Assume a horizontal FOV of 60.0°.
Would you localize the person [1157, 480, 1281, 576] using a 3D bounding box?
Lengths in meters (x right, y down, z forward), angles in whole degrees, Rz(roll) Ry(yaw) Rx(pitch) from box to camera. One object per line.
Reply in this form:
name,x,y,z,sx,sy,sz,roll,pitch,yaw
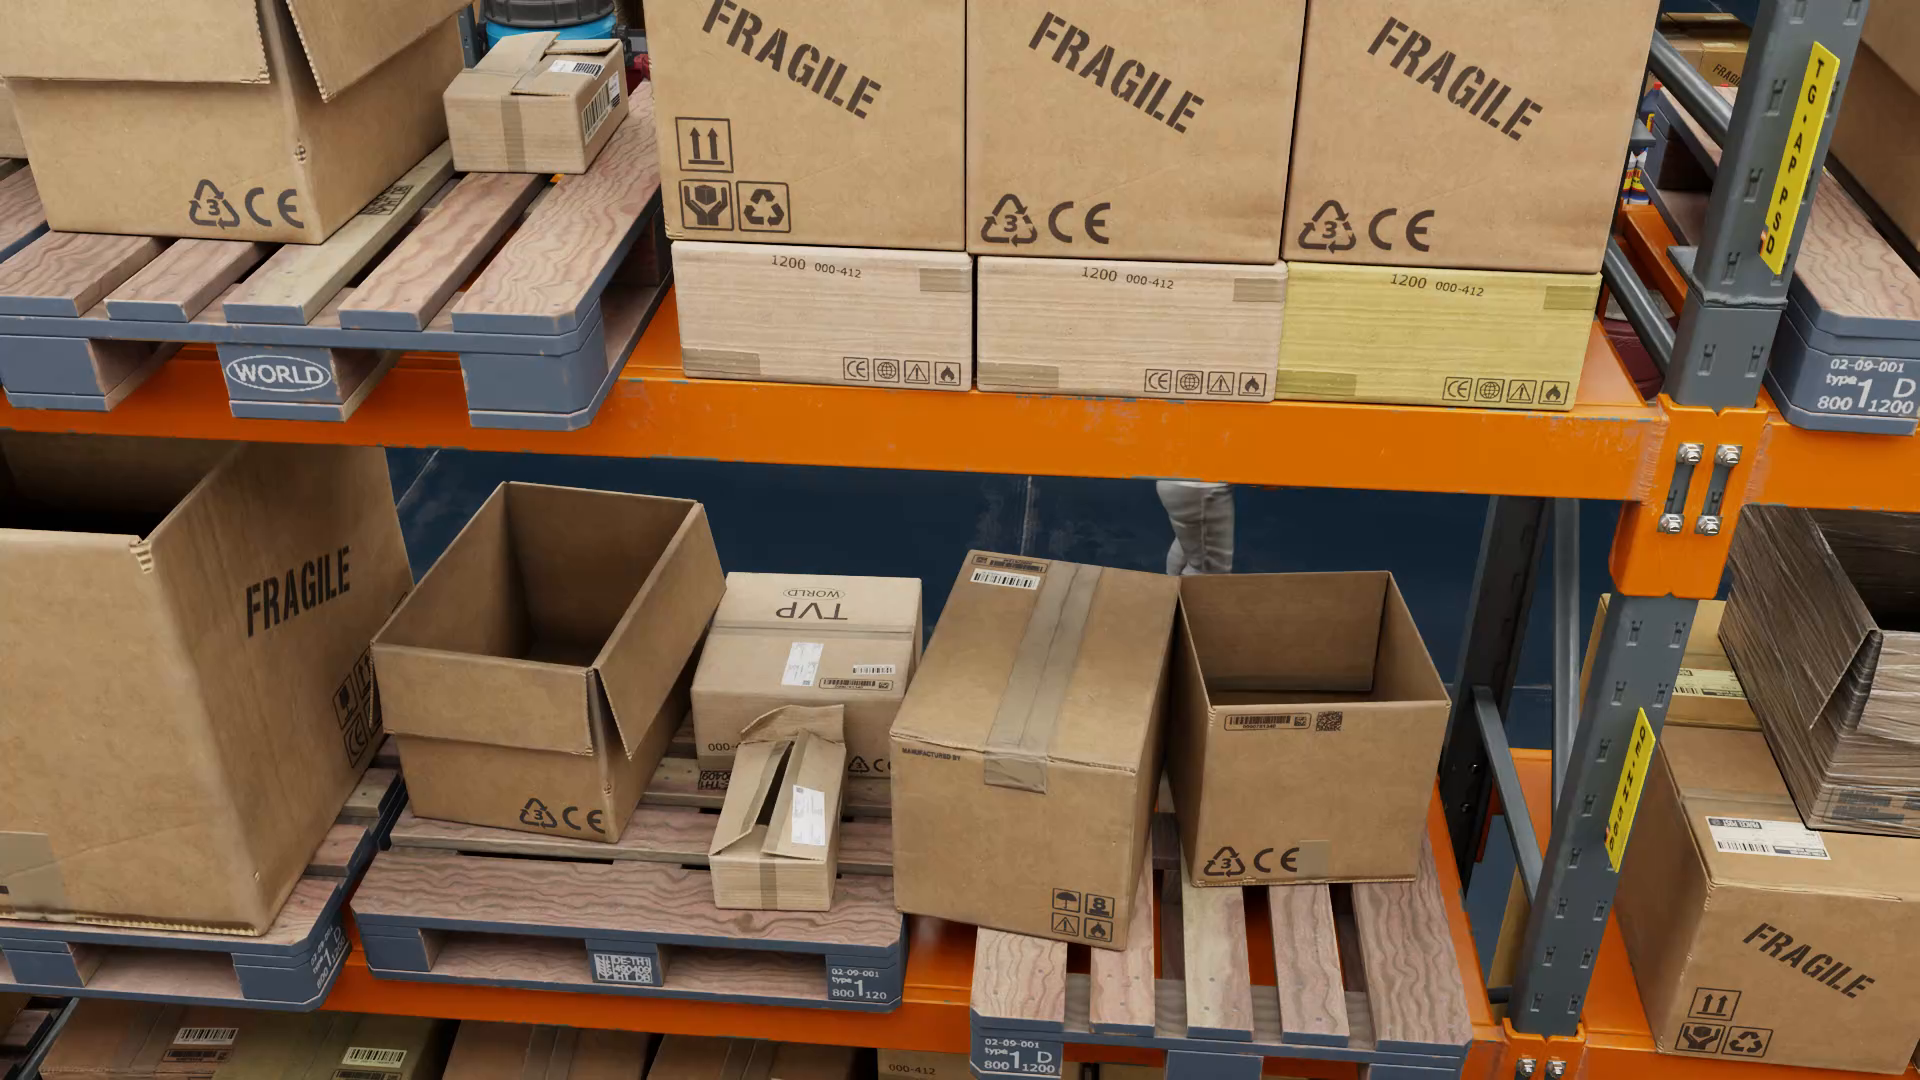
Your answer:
person,1.023,-0.266,6.557,0.532,1.662,0.457,5,33,8
